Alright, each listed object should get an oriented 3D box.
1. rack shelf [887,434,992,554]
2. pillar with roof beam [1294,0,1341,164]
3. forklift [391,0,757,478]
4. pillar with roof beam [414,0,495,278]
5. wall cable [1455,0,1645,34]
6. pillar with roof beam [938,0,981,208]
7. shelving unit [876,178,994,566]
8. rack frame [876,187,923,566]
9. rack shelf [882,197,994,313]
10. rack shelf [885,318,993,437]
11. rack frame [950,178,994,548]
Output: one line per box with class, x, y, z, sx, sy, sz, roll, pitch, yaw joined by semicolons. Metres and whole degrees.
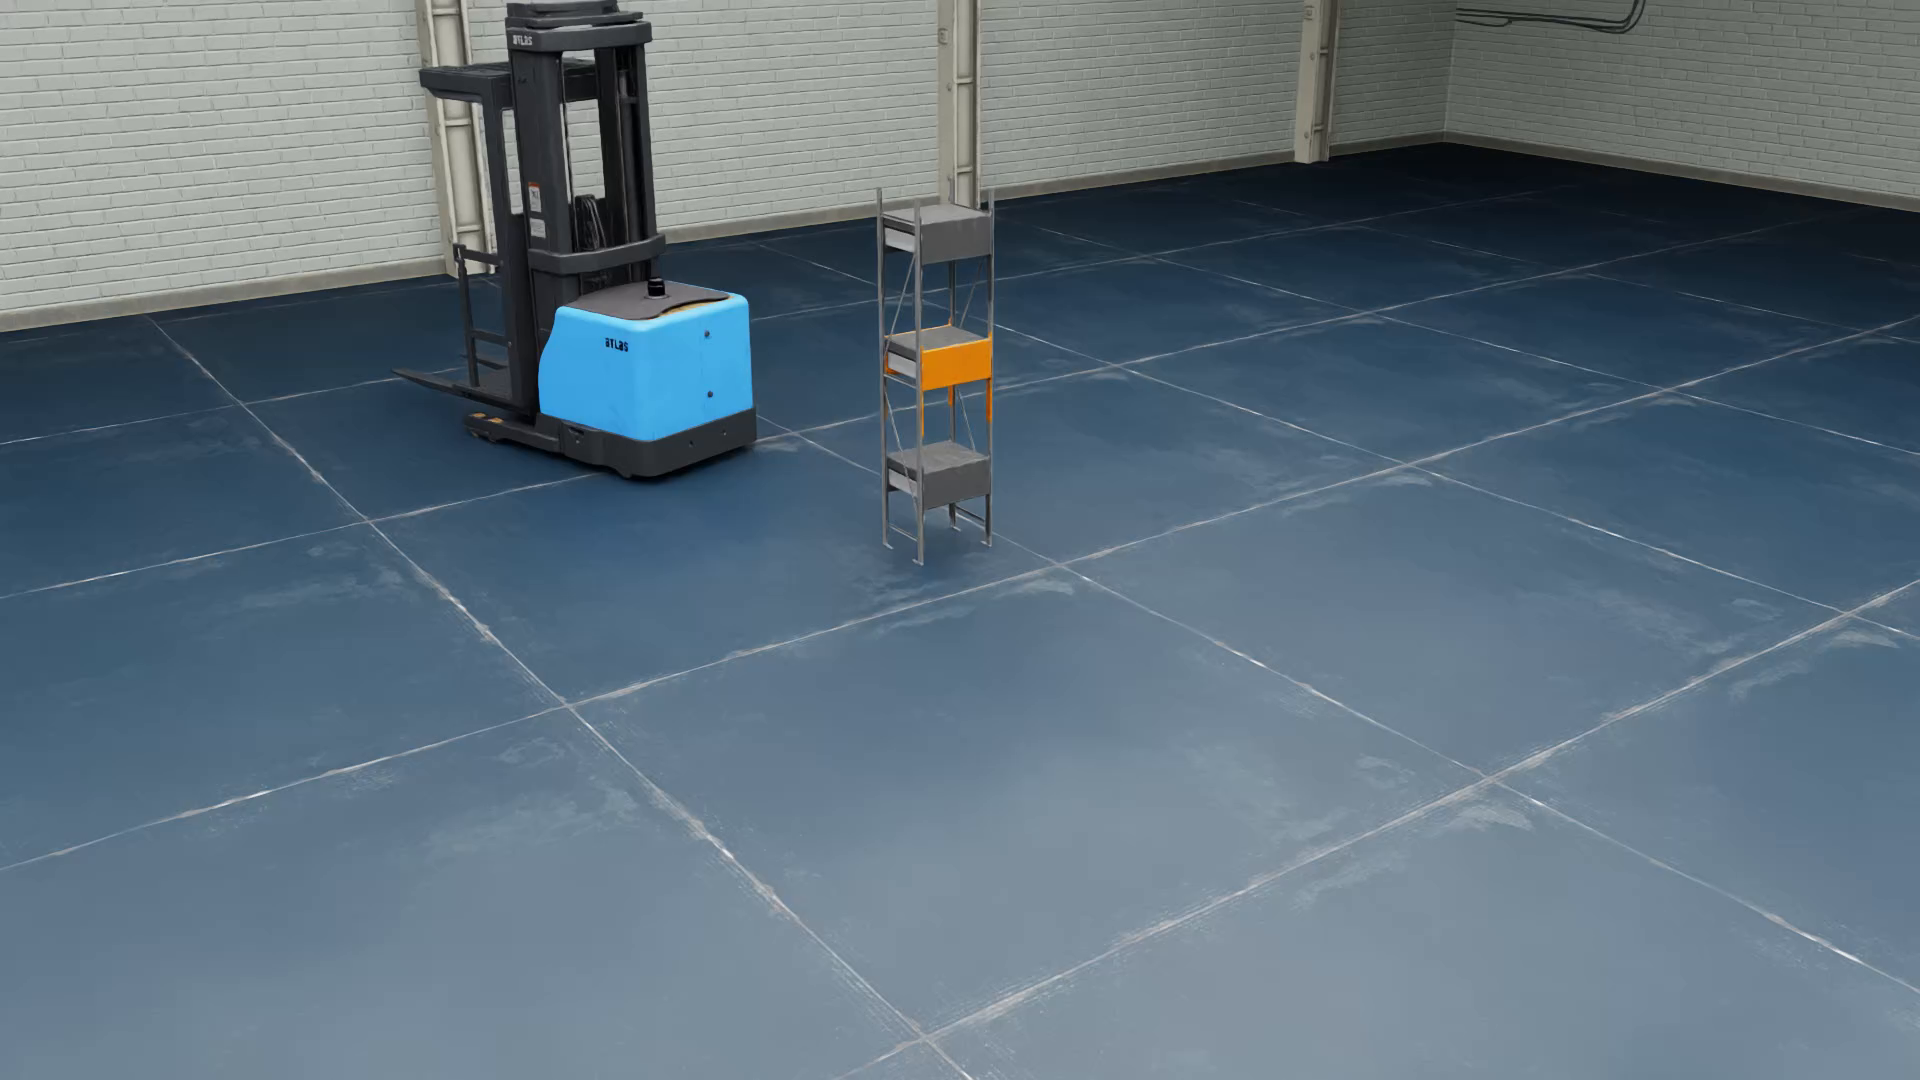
rack shelf;-0.134;-0.277;9.682;0.480;0.518;0.431;-15;26;-33
pillar with roof beam;7.379;-8.143;18.162;0.400;9.000;9.100;-15;26;-33
forklift;-2.873;-2.184;11.415;3.031;2.935;1.130;16;27;35
pillar with roof beam;-2.362;-5.546;11.653;0.400;9.000;9.100;-15;26;-33
wall cable;8.029;-8.236;22.585;0.112;2.526;3.097;-15;26;-33
pillar with roof beam;2.509;-6.845;14.908;0.400;9.000;9.100;-15;26;-33
shelving unit;-0.134;-0.939;9.417;0.503;2.100;0.431;-15;26;-33
rack frame;-0.332;-0.887;9.285;0.015;2.100;0.400;-15;26;-33
rack shelf;-0.134;-1.577;9.163;0.480;0.518;0.431;-15;26;-33
rack shelf;-0.134;-0.927;9.422;0.480;0.518;0.431;-15;26;-33
rack frame;0.064;-0.992;9.550;0.015;2.100;0.400;-15;26;-33
